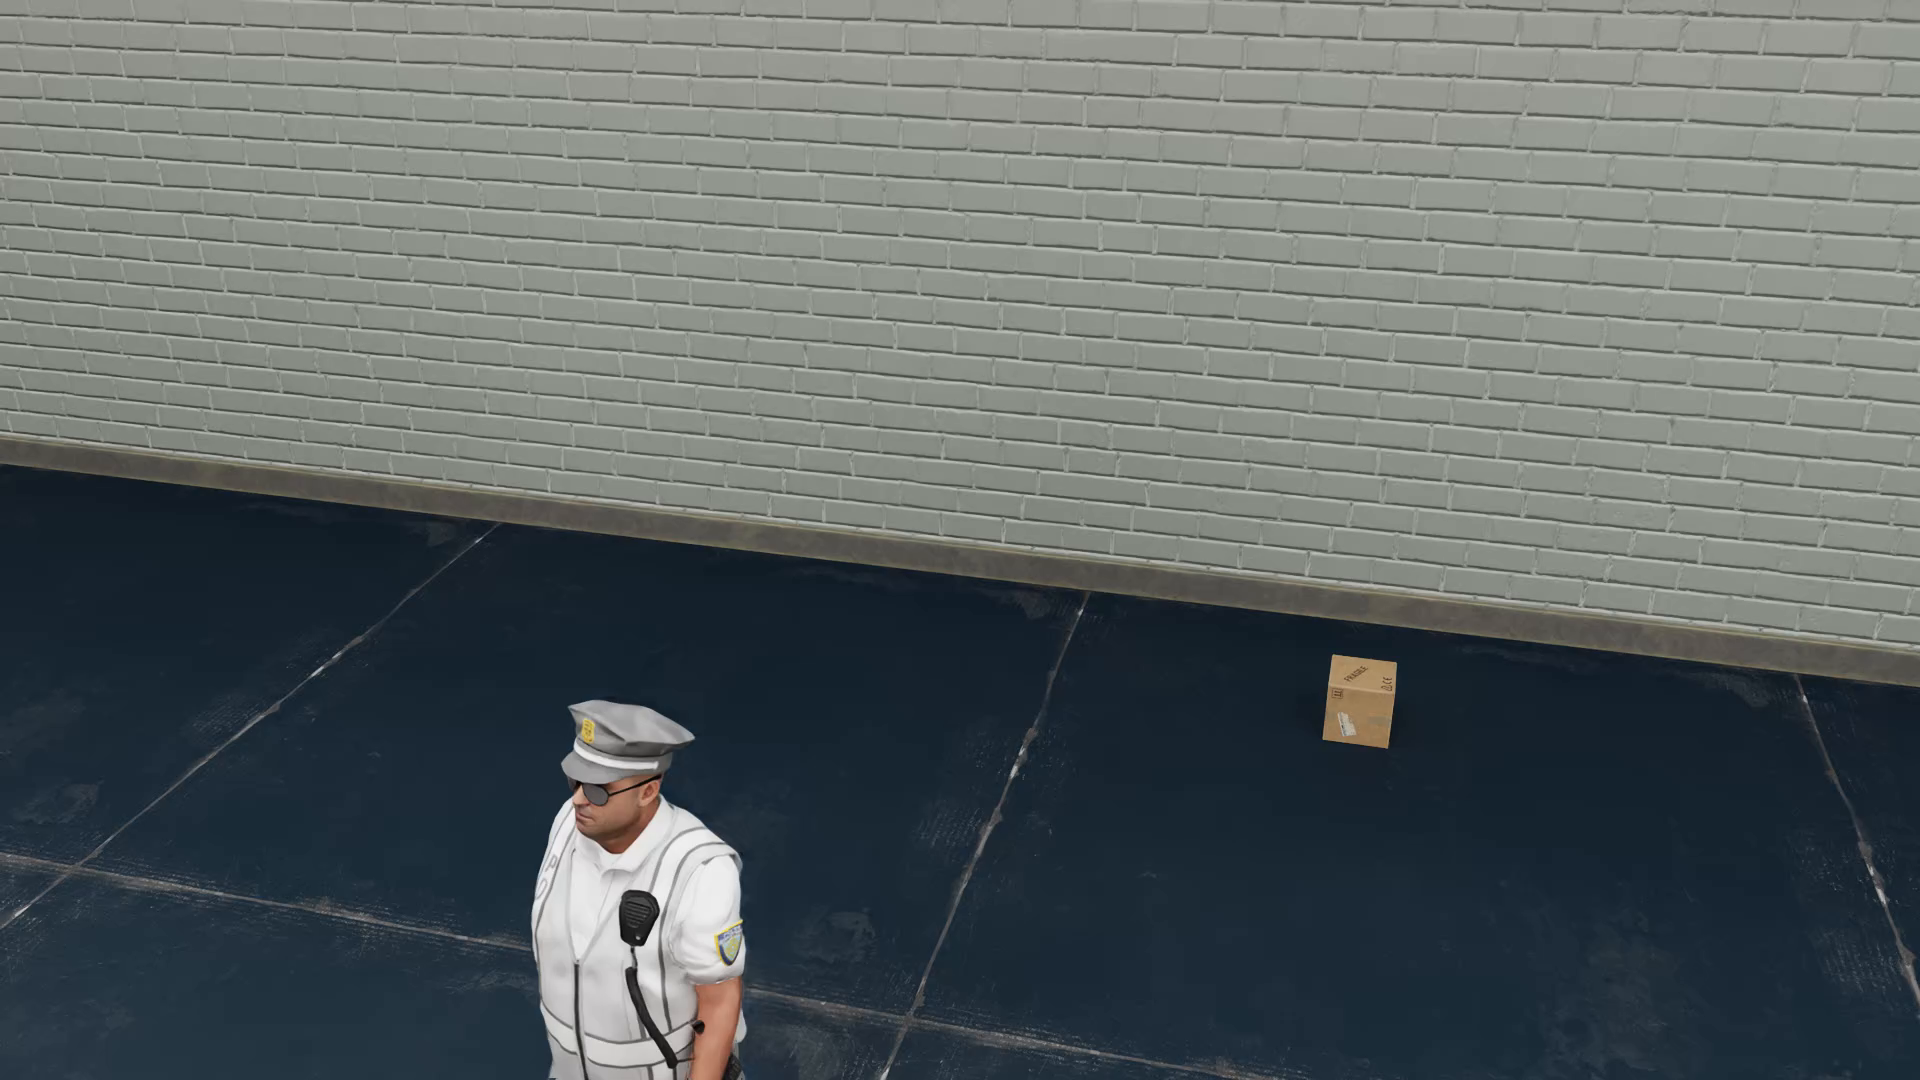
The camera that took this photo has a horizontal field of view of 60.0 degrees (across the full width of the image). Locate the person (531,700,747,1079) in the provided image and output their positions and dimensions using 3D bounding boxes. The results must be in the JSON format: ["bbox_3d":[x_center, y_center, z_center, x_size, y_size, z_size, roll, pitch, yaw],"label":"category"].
[{"bbox_3d":[-0.691,1.120,3.680,0.533,1.726,1.056,12,28,24],"label":"person"}]
